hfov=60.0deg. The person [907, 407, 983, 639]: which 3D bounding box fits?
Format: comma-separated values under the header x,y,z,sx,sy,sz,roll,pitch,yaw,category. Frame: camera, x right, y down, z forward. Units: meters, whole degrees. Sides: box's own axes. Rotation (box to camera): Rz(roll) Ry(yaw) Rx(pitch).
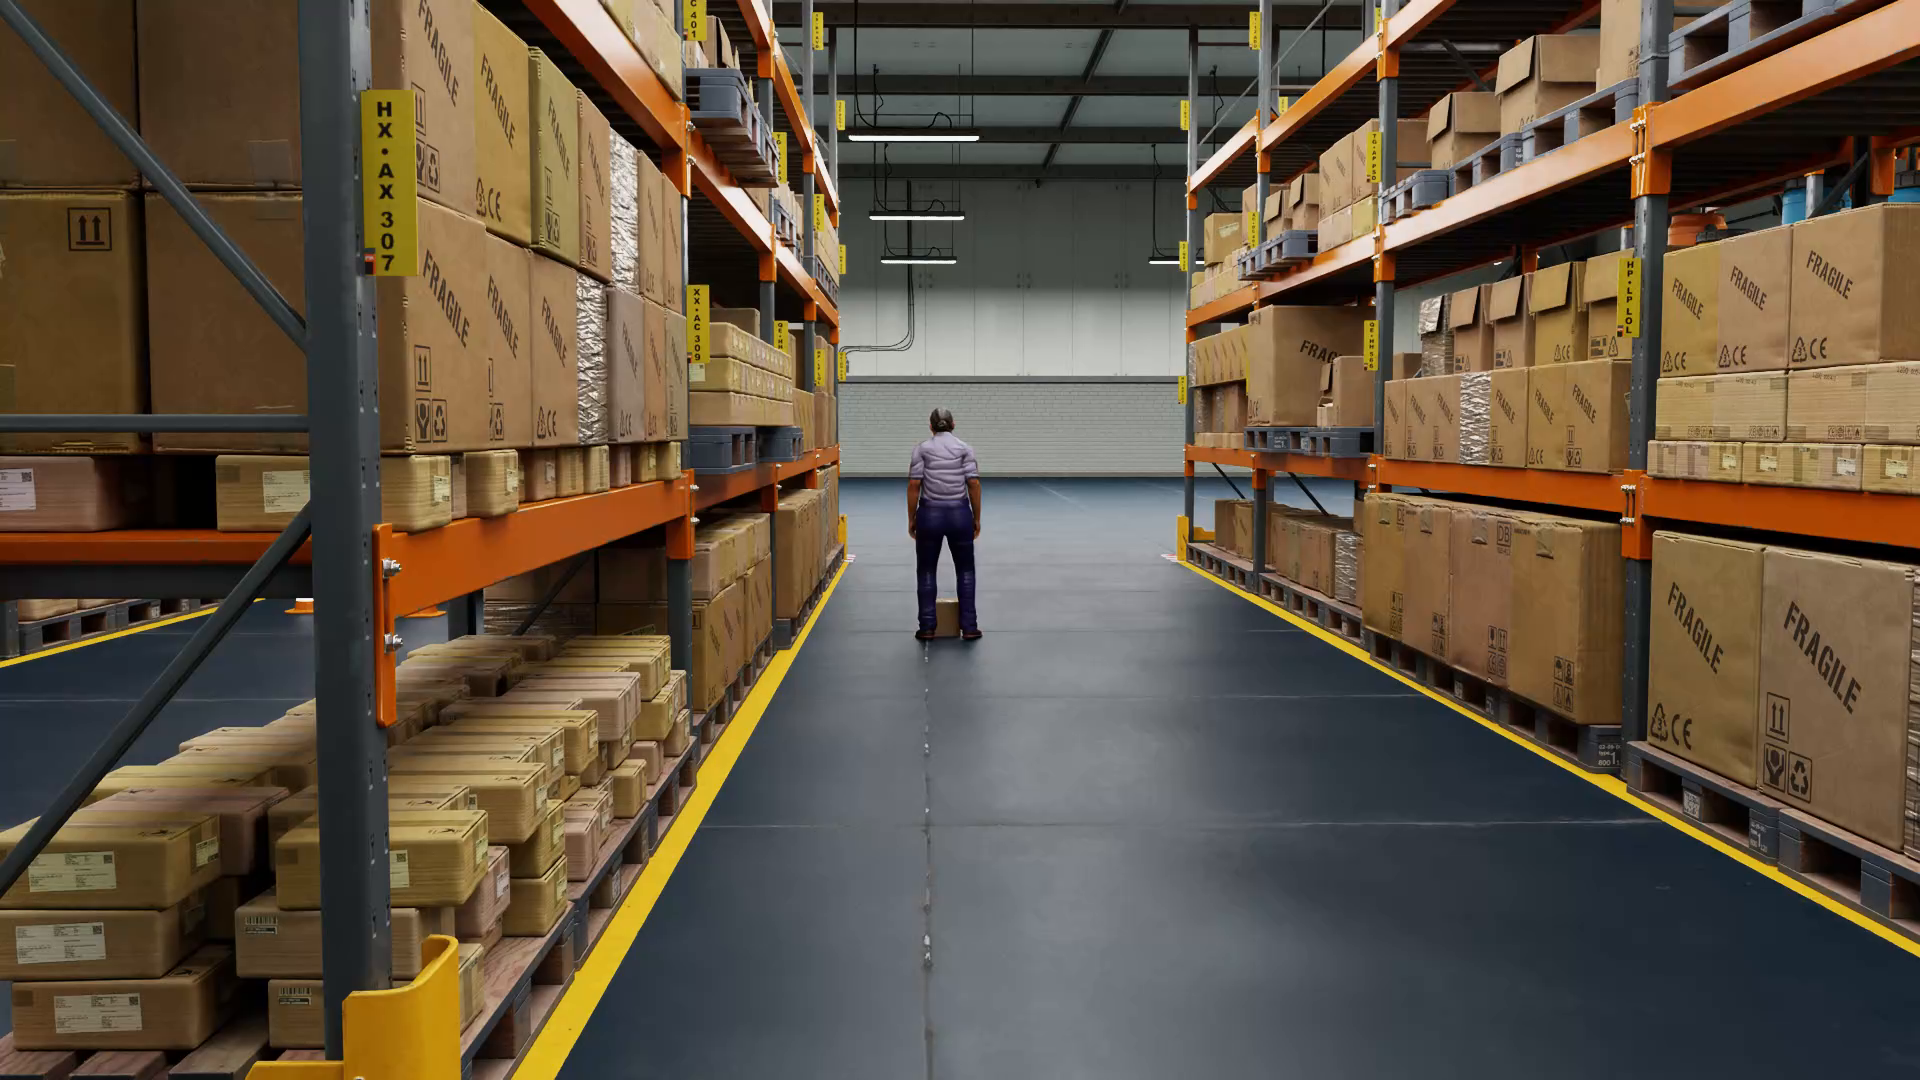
x,y,z,sx,sy,sz,roll,pitch,yaw,category
-0.100,-0.119,11.814,0.530,1.652,0.376,0,4,-2,person
